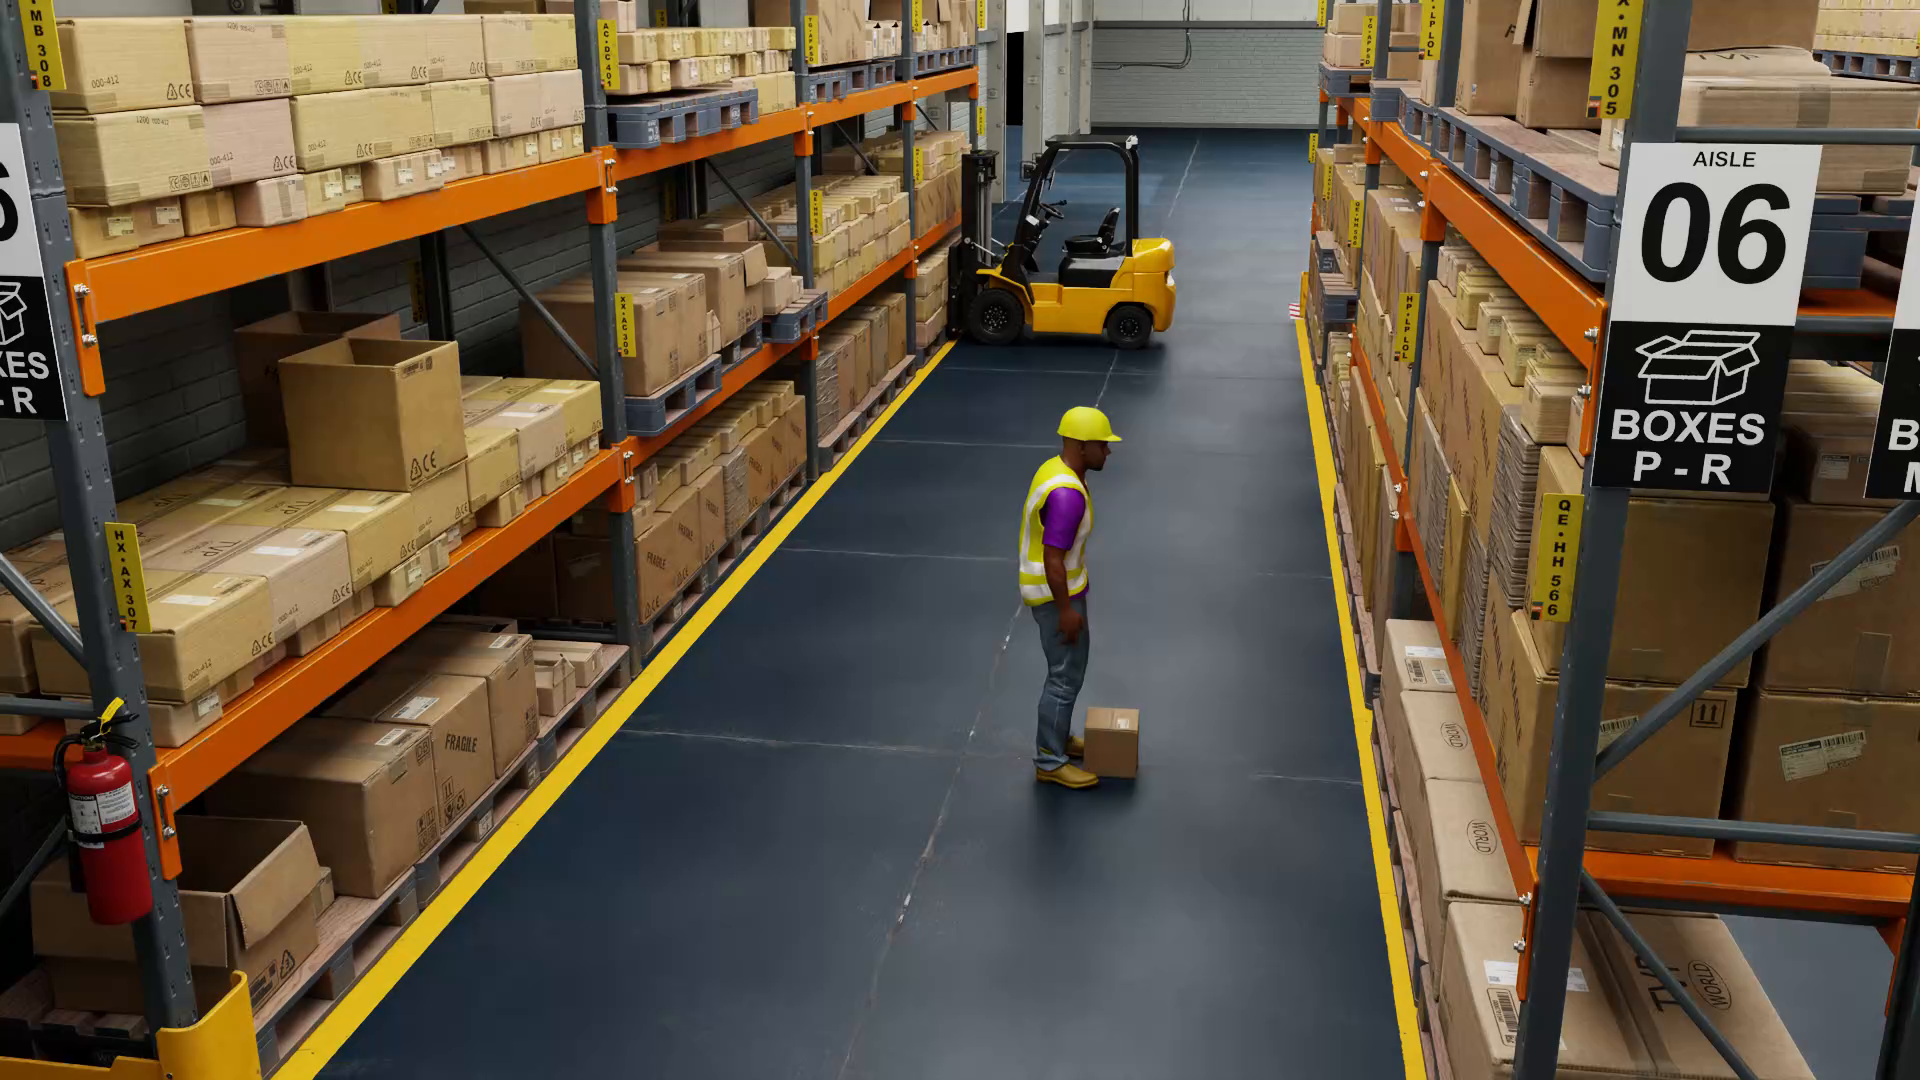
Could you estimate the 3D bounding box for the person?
[{"bbox_3d":[0.501,0.243,7.767,0.460,1.759,0.629,2,18,6],"label":"person"}]
